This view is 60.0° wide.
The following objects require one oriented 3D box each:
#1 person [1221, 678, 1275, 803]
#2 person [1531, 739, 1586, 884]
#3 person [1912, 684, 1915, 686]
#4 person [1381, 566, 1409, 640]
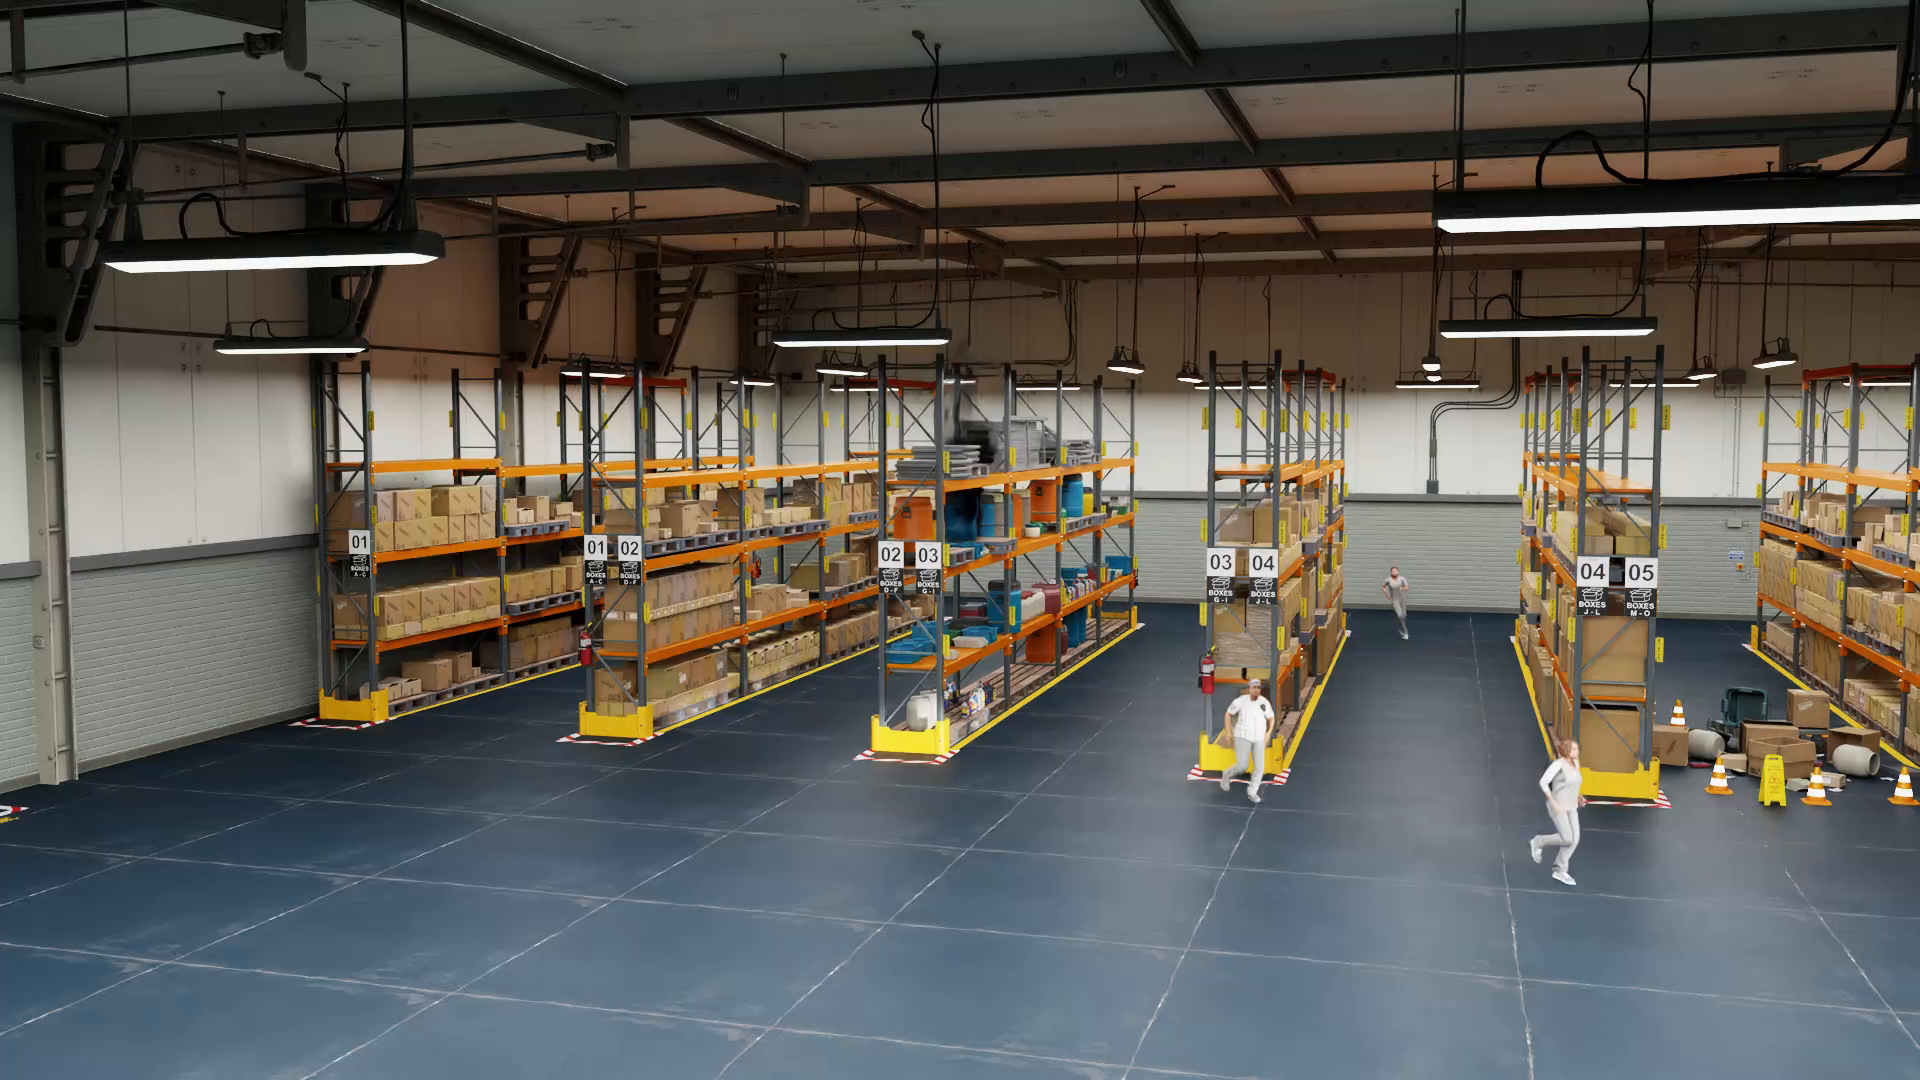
[{"bbox_3d":[3.846,2.638,22.042,0.690,1.617,0.529,-1,4,-12],"label":"person"},{"bbox_3d":[6.548,2.936,18.211,0.559,1.565,0.554,-3,5,-37],"label":"person"},{"bbox_3d":[17.883,1.912,31.269,0.564,1.728,0.899,1,4,12],"label":"person"},{"bbox_3d":[10.074,1.441,38.424,0.589,1.681,0.735,0,4,-4],"label":"person"}]
